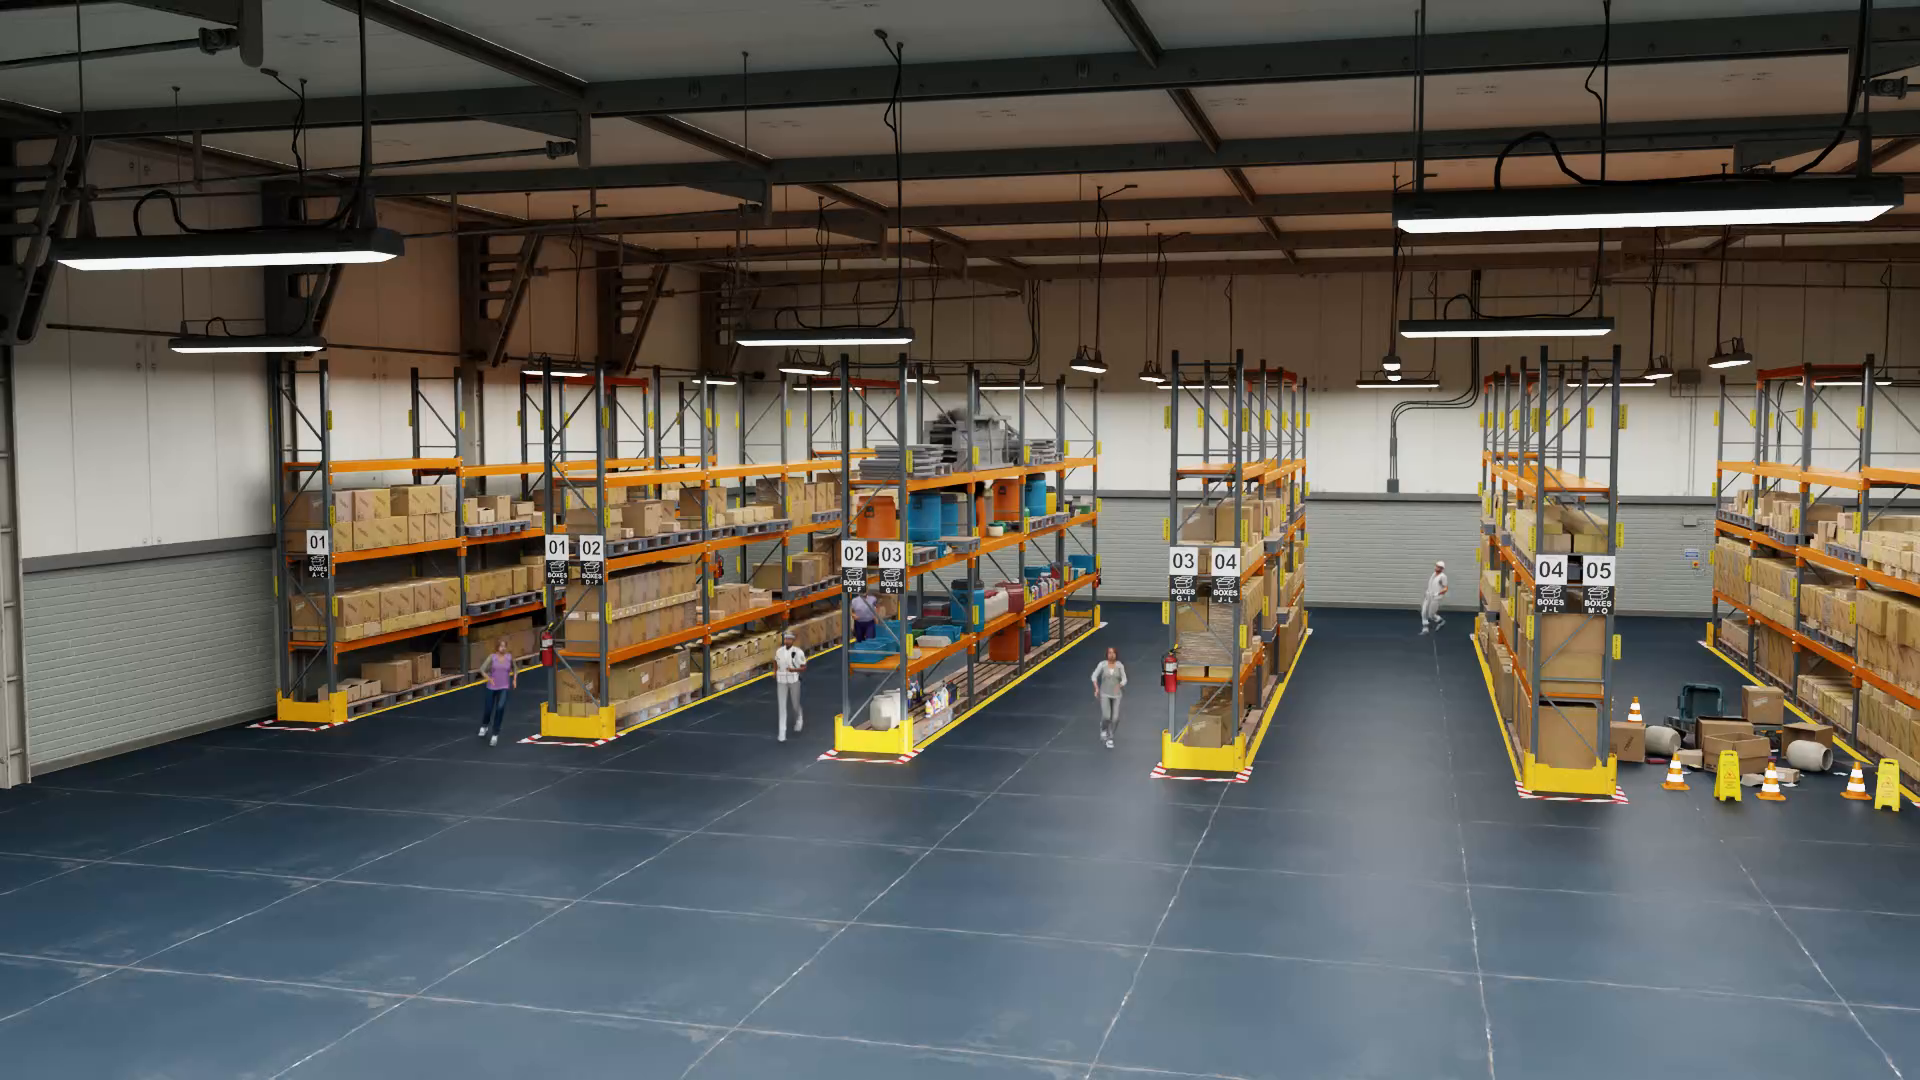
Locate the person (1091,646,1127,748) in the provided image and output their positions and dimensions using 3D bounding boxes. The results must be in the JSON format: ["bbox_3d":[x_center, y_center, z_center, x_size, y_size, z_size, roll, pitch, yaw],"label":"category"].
[{"bbox_3d":[2.283,2.393,25.234,0.522,1.558,0.549,0,4,-4],"label":"person"}]

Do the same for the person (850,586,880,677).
[{"bbox_3d":[-1.793,1.655,31.083,0.571,1.691,0.823,0,4,3],"label":"person"}]

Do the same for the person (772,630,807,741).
[{"bbox_3d":[-2.694,2.249,26.178,0.588,1.684,0.932,0,4,7],"label":"person"}]

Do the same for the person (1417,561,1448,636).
[{"bbox_3d":[11.027,1.363,38.618,0.740,1.758,0.722,-2,4,-21],"label":"person"}]

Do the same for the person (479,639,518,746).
[{"bbox_3d":[-7.203,2.344,25.962,0.613,1.603,0.781,-1,4,-18],"label":"person"}]
